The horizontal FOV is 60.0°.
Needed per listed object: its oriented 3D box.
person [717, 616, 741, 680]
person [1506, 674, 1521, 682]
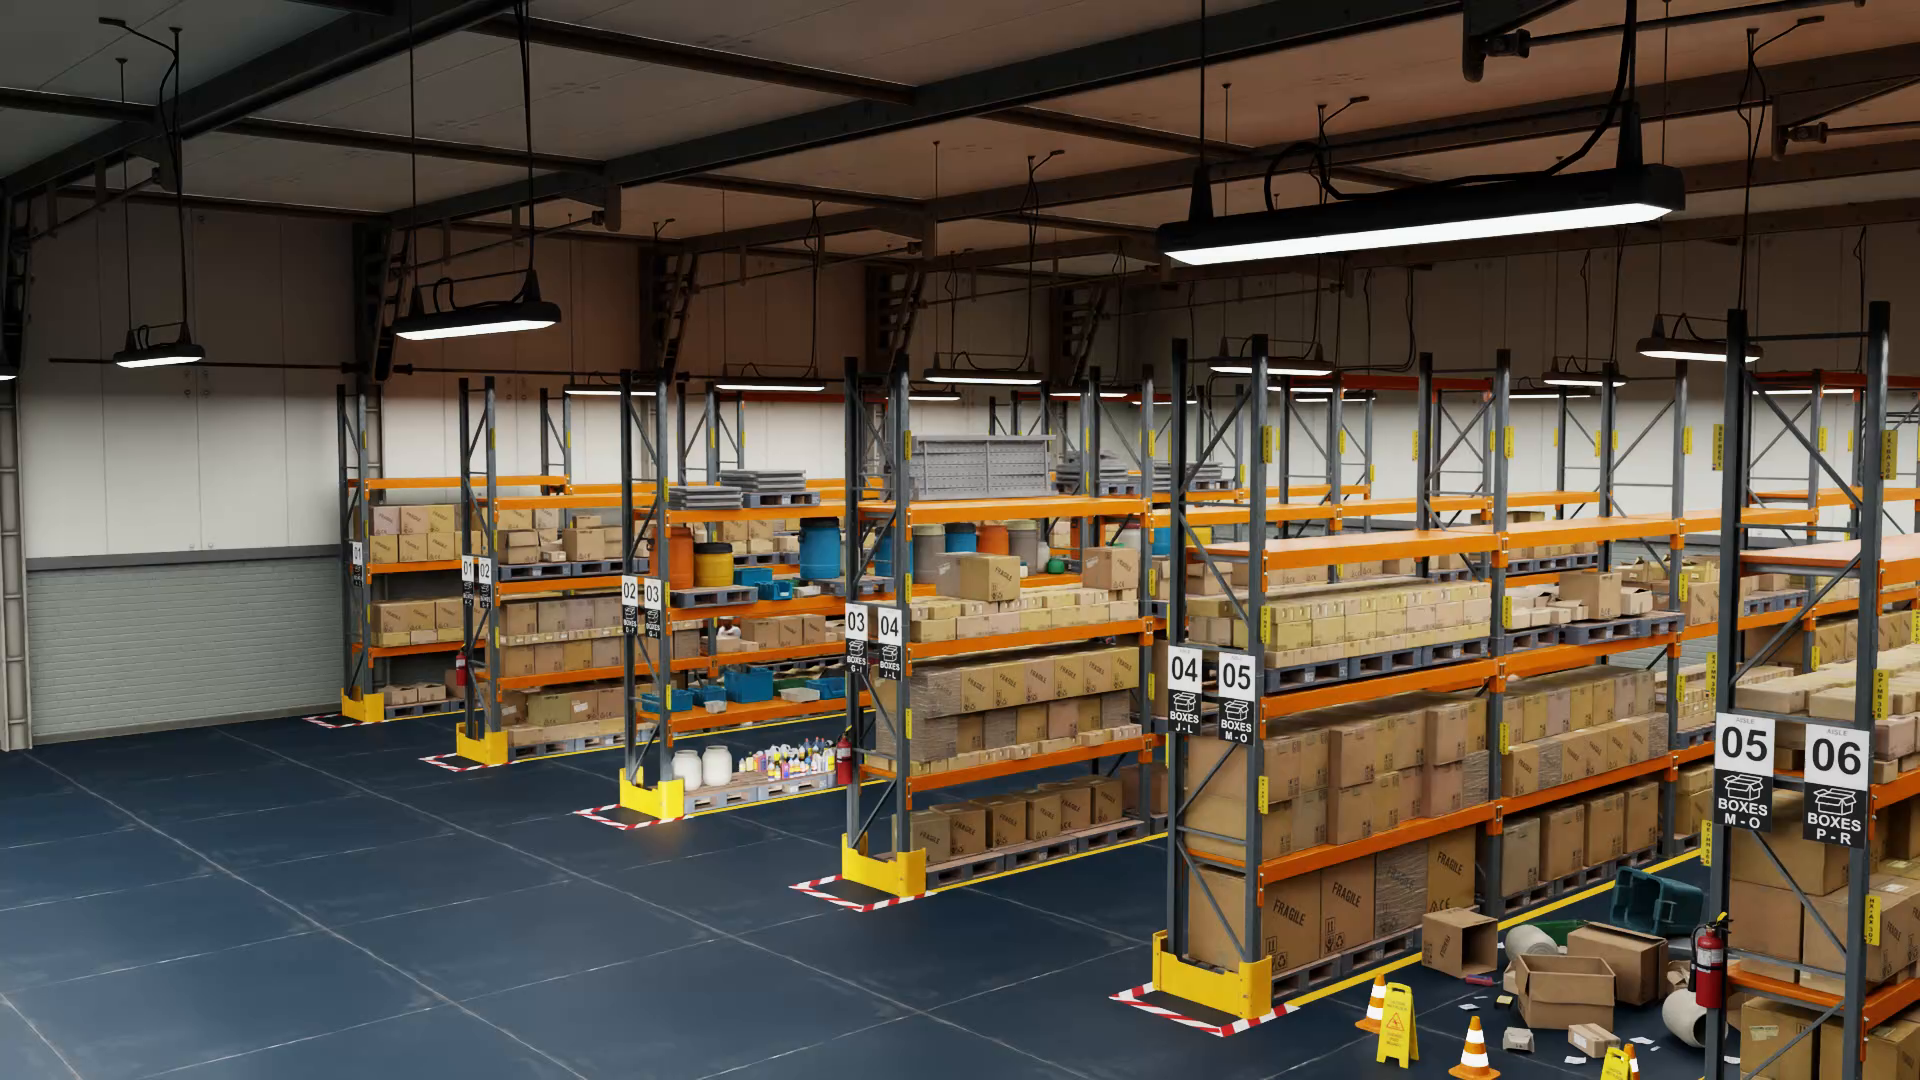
[{"bbox_3d":[-4.405,2.228,31.206,0.602,1.764,0.866,2,4,32],"label":"person"},{"bbox_3d":[7.991,2.764,23.916,1.124,1.661,0.574,-3,5,-37],"label":"person"}]
